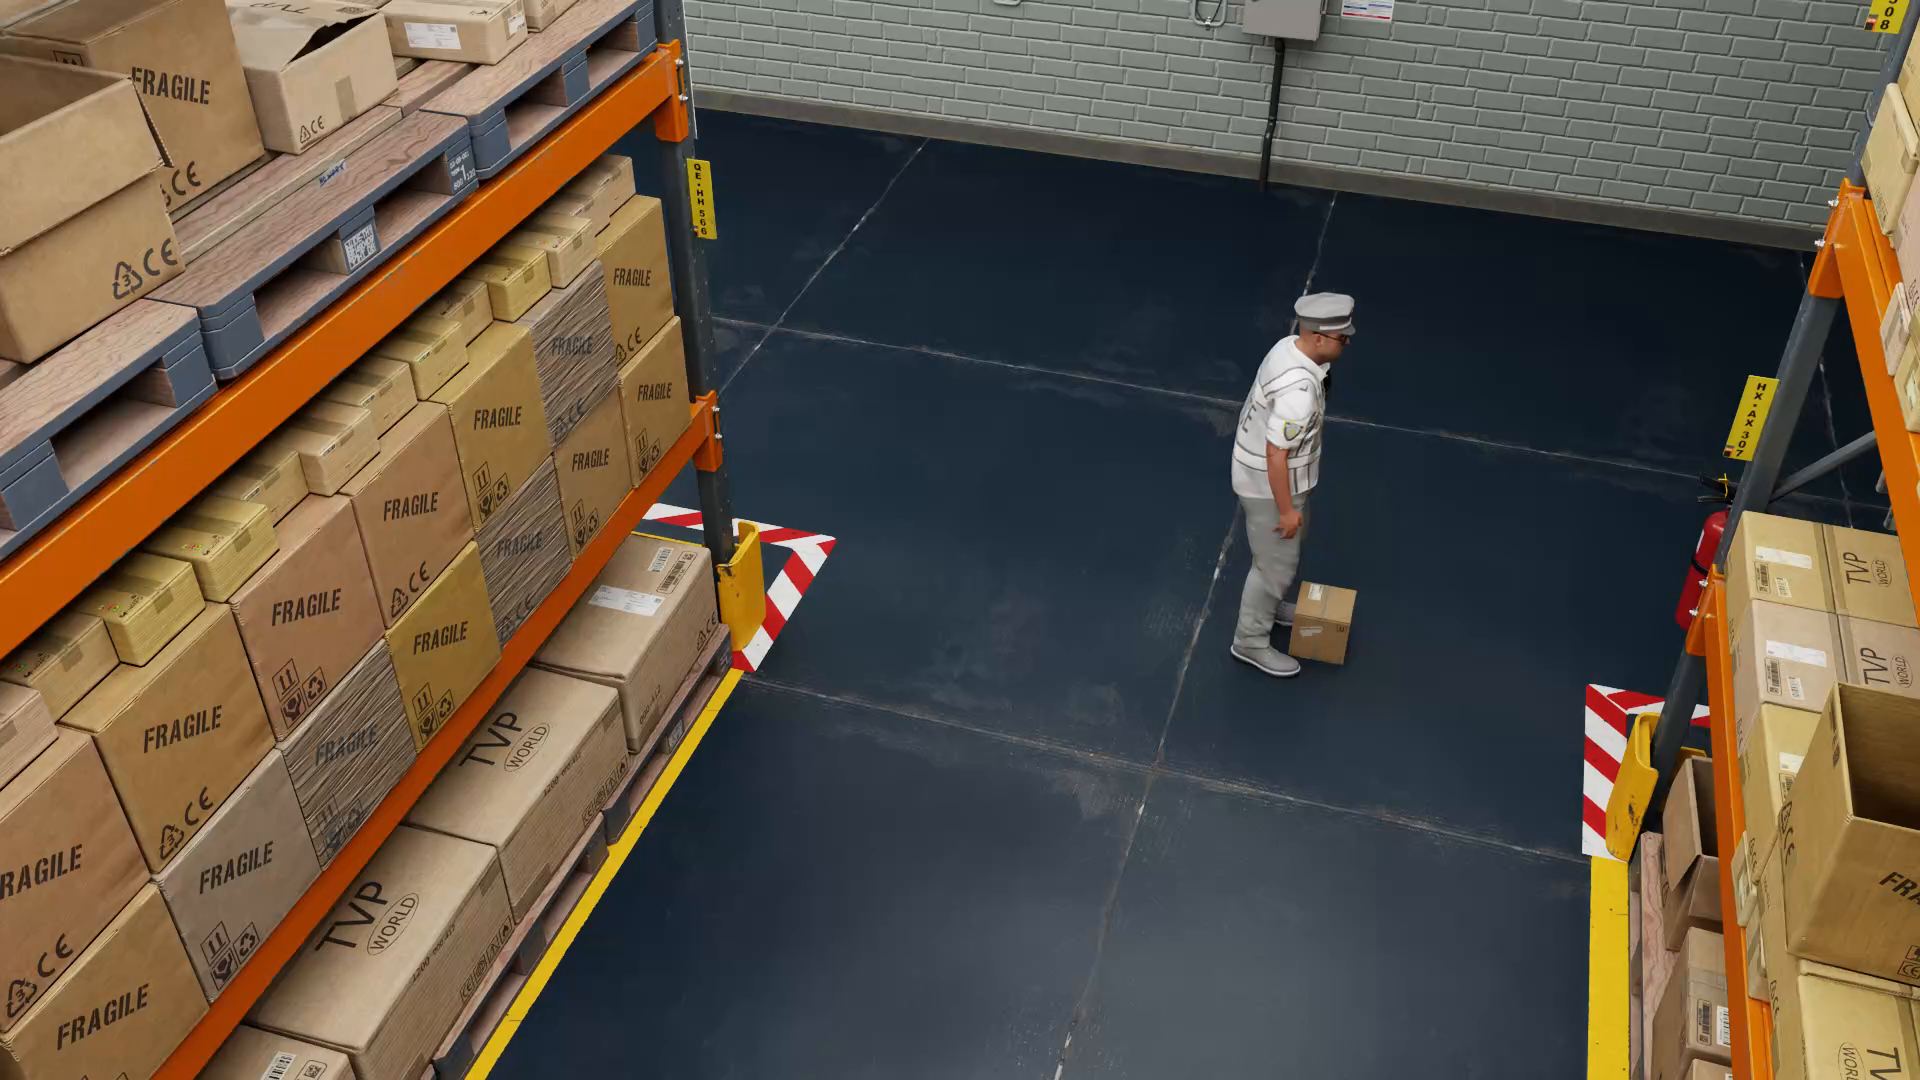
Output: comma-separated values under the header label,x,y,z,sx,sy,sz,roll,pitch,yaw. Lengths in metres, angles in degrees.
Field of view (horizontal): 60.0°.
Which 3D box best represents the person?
label,x,y,z,sx,sy,sz,roll,pitch,yaw
person,1.404,-0.269,7.244,0.447,1.749,0.606,8,38,11
